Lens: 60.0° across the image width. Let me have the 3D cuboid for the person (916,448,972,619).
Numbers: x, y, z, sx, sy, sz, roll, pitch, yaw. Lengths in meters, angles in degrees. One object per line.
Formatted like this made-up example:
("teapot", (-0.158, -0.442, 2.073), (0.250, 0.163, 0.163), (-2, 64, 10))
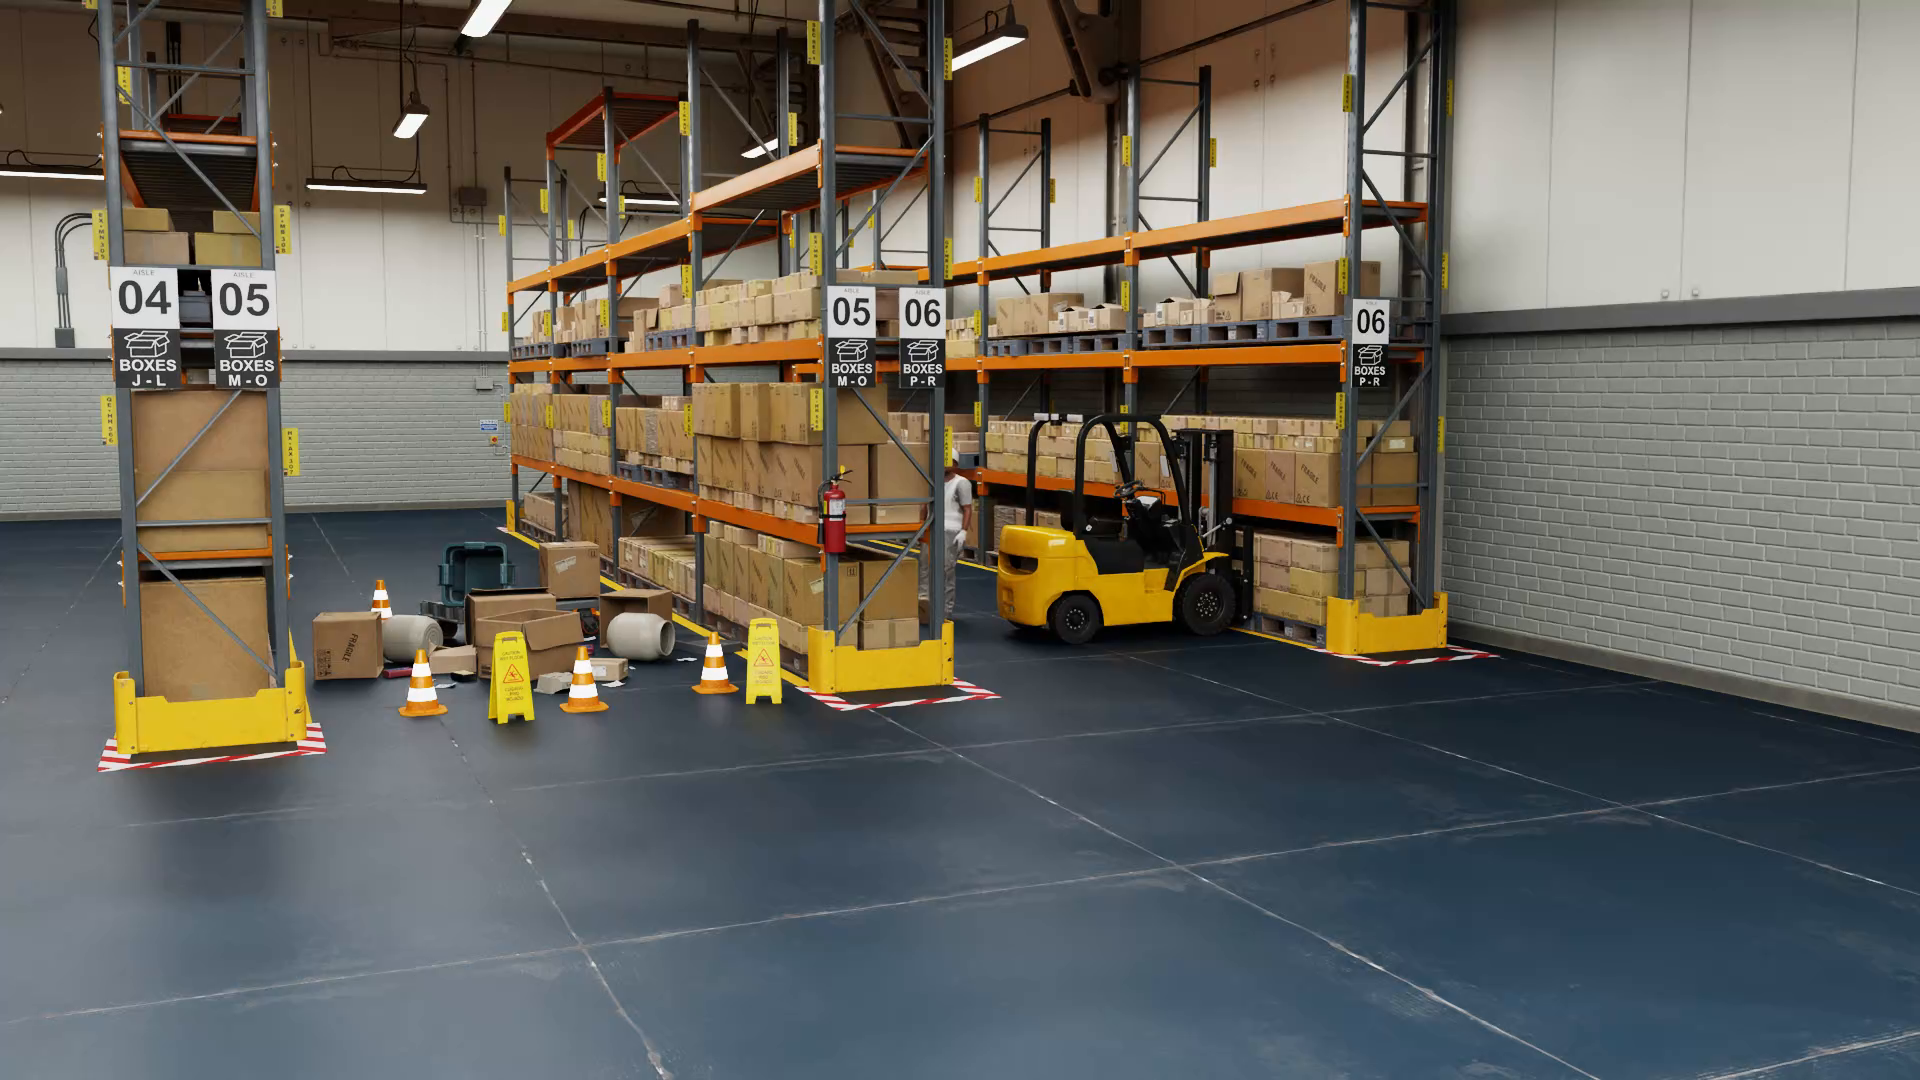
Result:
("person", (-0.223, -0.063, 17.206), (0.652, 1.777, 0.577), (4, 7, 37))
